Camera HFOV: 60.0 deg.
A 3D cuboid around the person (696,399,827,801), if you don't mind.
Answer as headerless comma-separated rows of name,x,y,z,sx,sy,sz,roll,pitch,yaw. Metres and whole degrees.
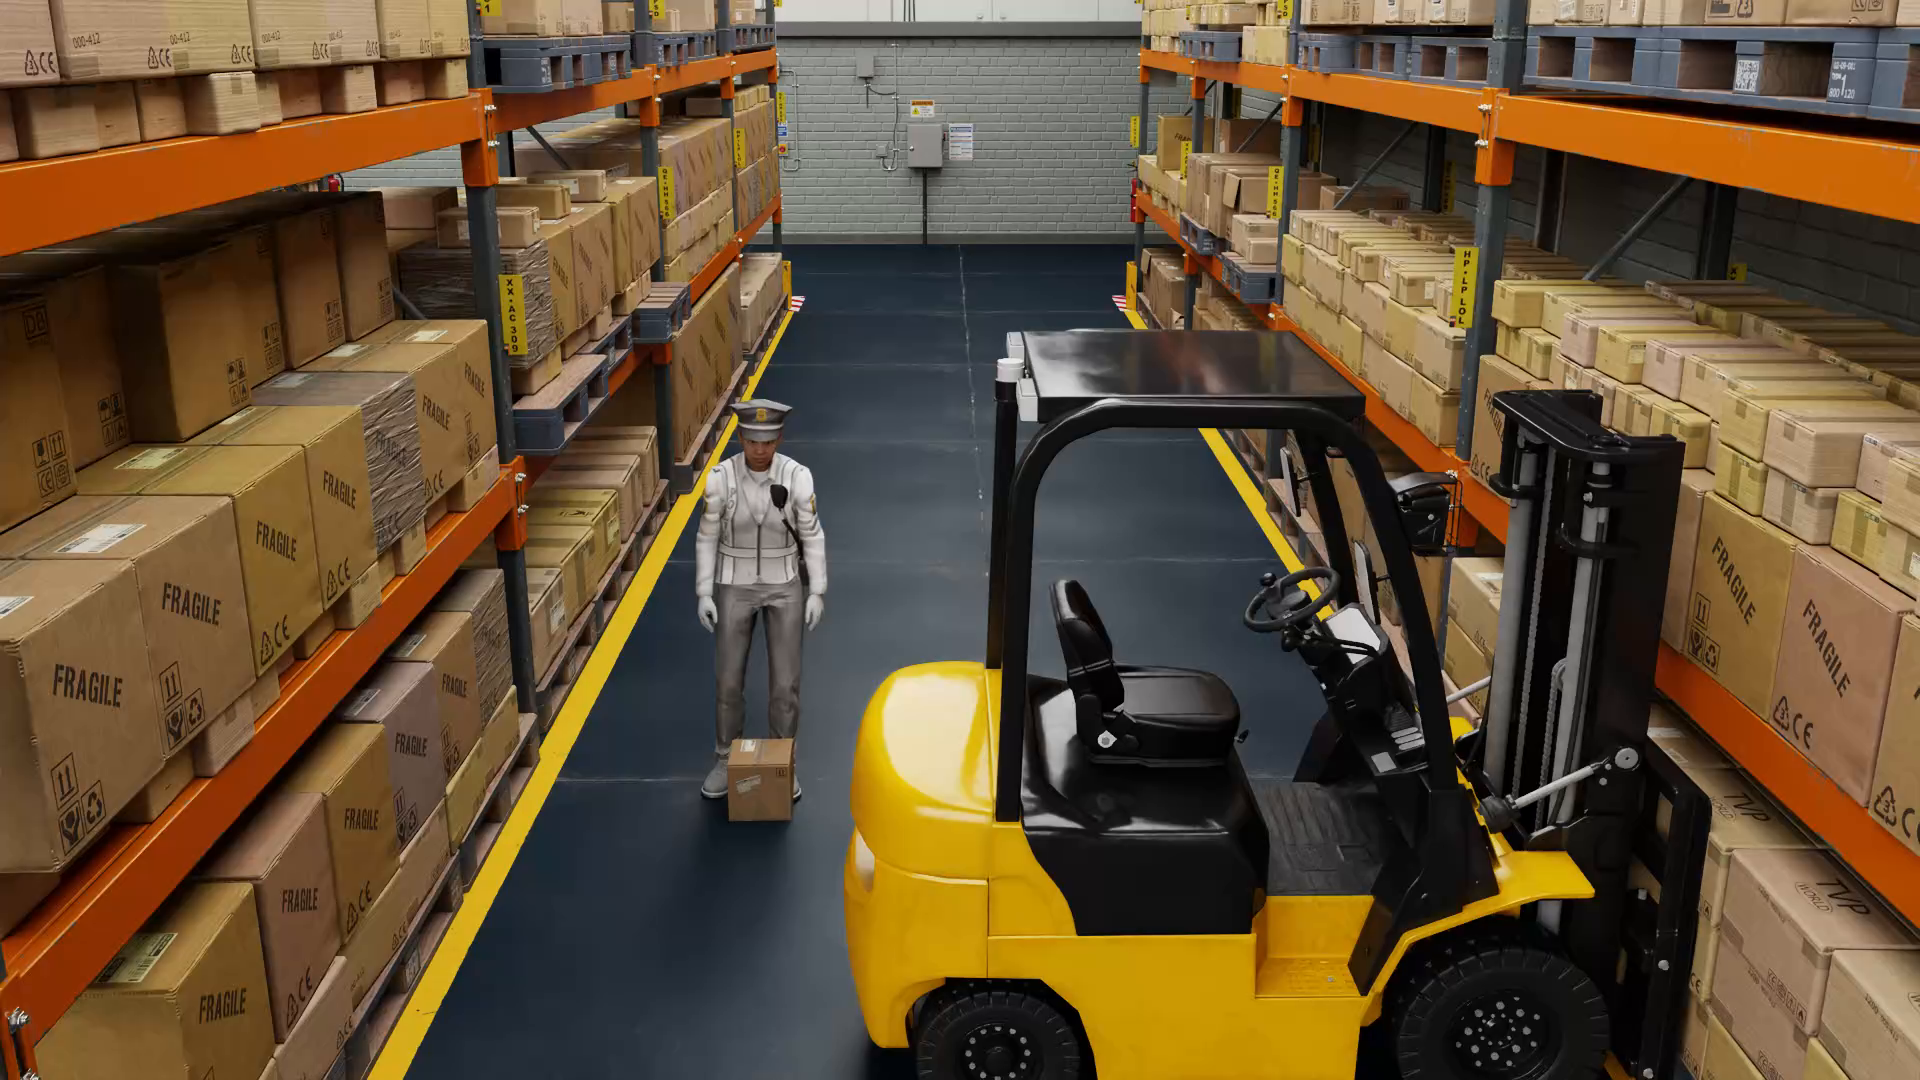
person,-0.812,0.240,6.782,0.544,1.654,0.415,-1,17,-4
